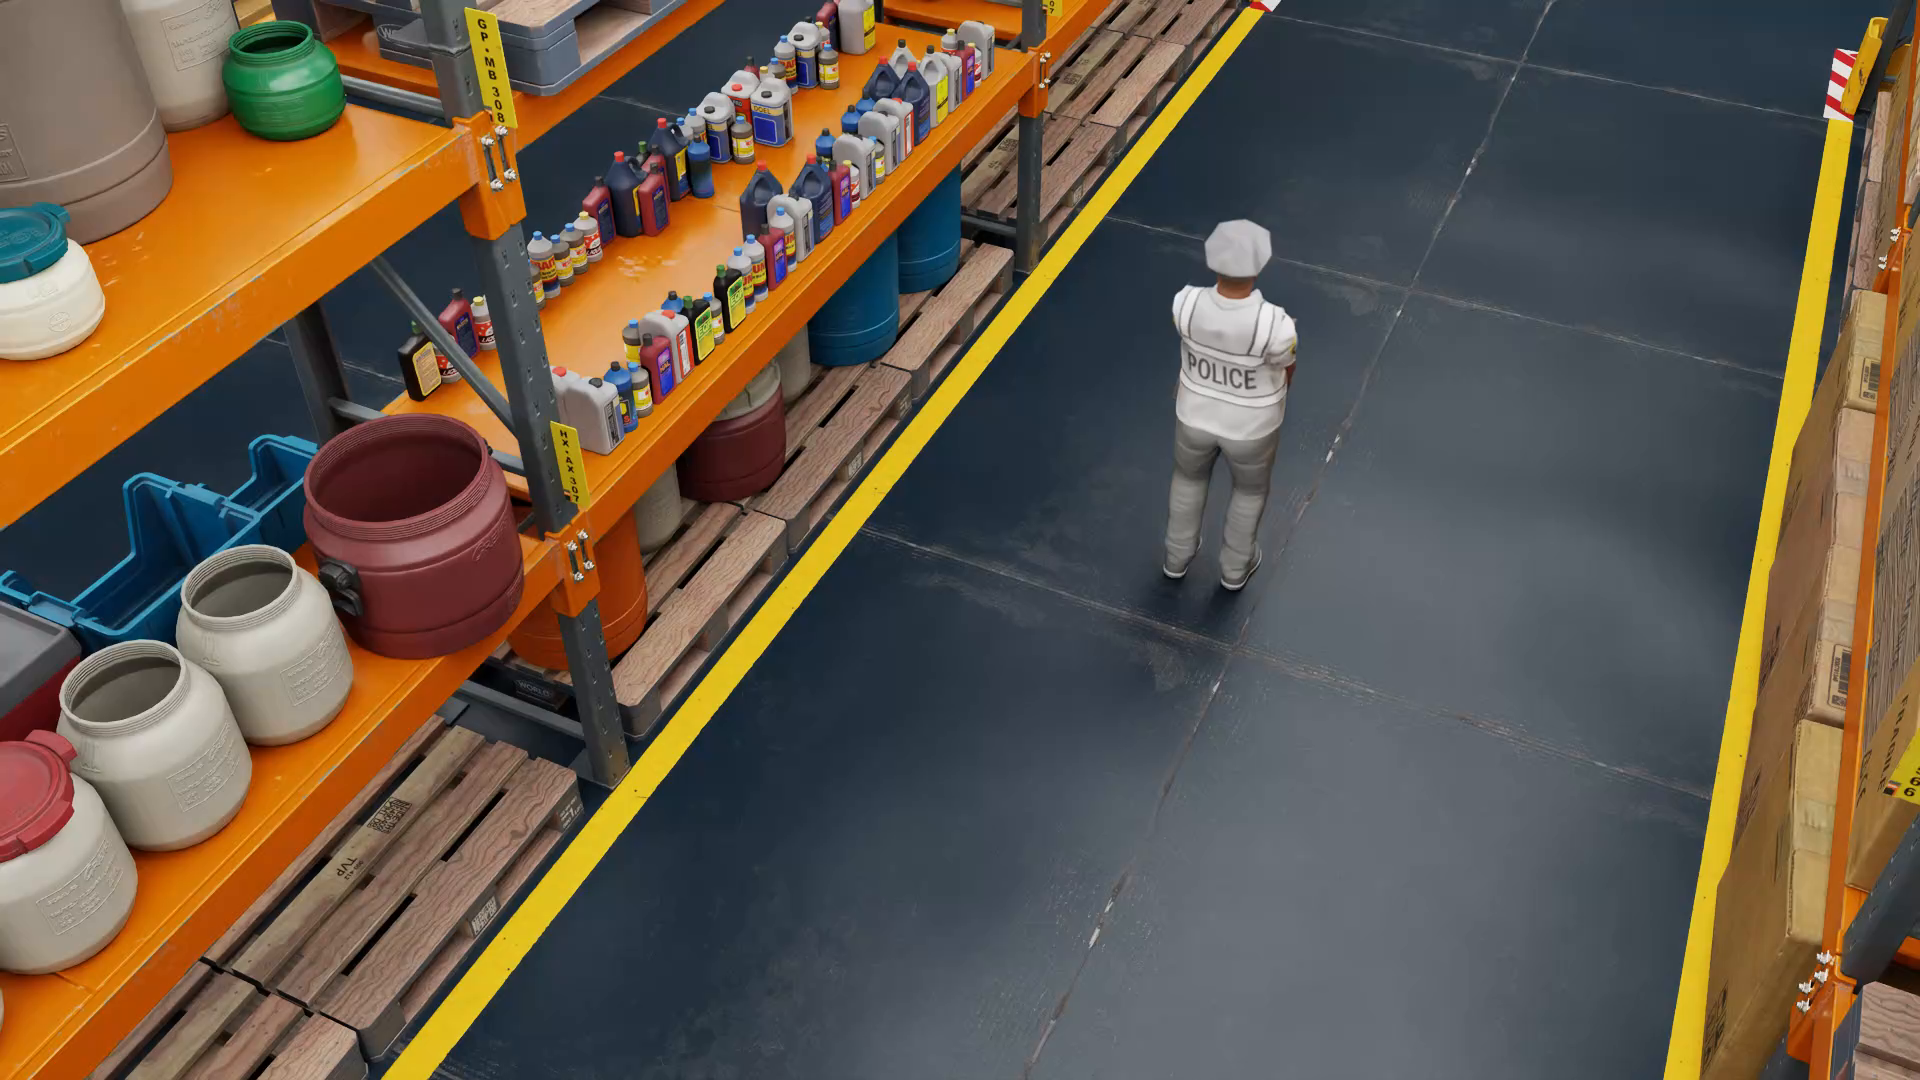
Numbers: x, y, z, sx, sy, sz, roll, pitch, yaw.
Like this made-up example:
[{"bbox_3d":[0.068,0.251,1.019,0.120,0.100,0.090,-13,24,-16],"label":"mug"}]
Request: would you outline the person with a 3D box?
[{"bbox_3d":[1.106,-0.567,6.777,0.494,1.766,0.565,18,45,19],"label":"person"}]
